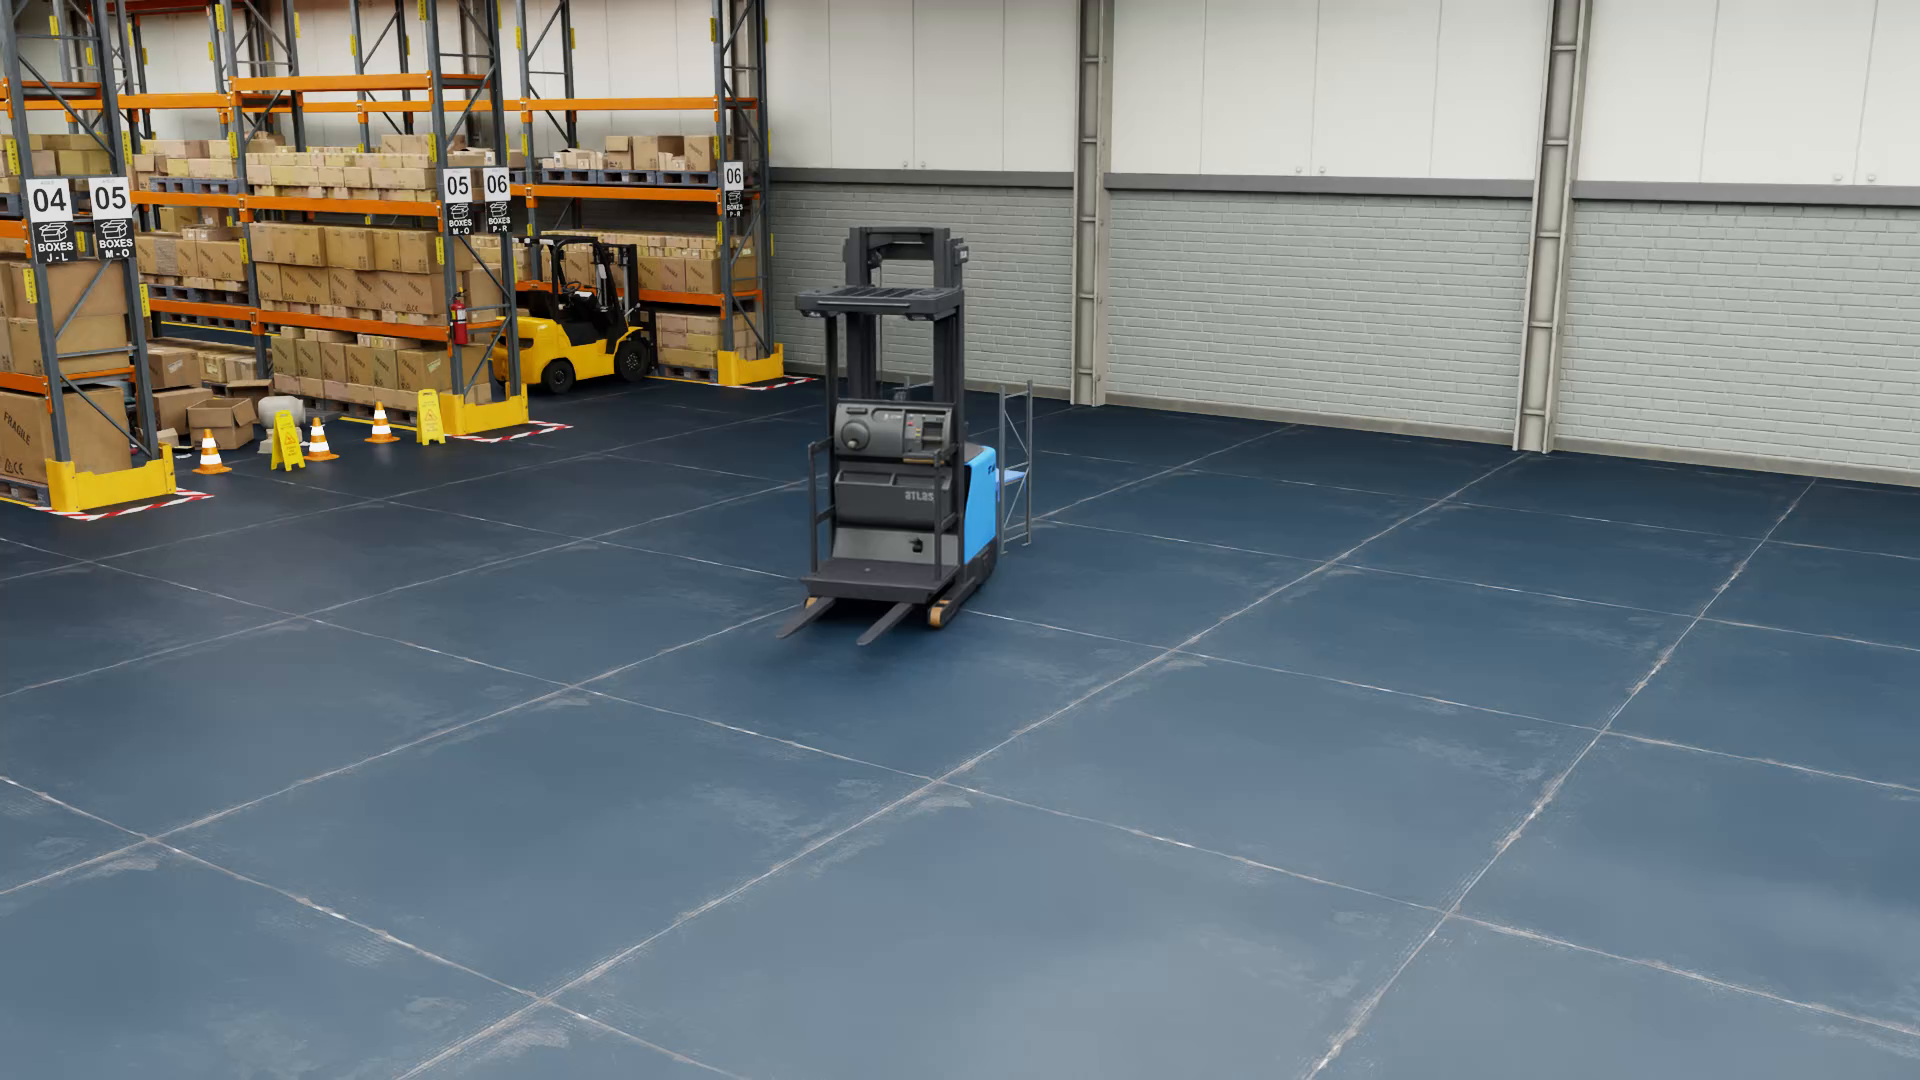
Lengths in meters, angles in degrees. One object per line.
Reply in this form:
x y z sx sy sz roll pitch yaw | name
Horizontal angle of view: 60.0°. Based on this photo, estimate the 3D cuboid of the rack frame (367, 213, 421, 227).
-9.786 -4.927 28.912 0.127 3.000 1.000 9 17 33 | rack frame

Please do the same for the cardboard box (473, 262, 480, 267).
-7.847 -4.472 27.387 0.500 0.250 0.500 9 17 33 | cardboard box

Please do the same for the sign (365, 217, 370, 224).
-10.081 -5.341 28.340 0.005 0.325 0.100 9 17 33 | sign

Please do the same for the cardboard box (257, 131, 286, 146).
-12.575 -7.339 30.374 0.258 0.266 0.396 9 17 33 | cardboard box

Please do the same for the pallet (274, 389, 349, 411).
-8.657 -1.964 22.744 1.213 0.211 1.003 9 17 33 | pallet

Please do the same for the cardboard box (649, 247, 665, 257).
-4.449 -4.346 25.005 0.250 0.149 0.380 9 16 31 | cardboard box

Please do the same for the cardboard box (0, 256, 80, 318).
-9.388 -2.573 16.844 0.550 0.550 0.875 9 17 33 | cardboard box

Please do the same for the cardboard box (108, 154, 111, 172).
-12.951 -5.668 24.571 0.637 0.503 0.797 8 16 29 | cardboard box

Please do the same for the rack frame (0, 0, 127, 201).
-8.594 -4.776 15.815 0.127 3.000 1.000 9 17 33 | rack frame

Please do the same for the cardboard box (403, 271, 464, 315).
-6.519 -3.075 20.602 0.500 0.500 0.500 9 16 32 | cardboard box

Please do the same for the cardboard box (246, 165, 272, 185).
-9.022 -4.815 21.908 0.500 0.250 0.500 9 16 32 | cardboard box

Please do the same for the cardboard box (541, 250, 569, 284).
-6.245 -4.328 26.282 0.500 0.500 0.500 9 16 31 | cardboard box

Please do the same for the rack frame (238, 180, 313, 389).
-9.234 -3.401 22.745 0.127 3.000 1.000 9 17 33 | rack frame

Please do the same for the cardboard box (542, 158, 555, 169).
-6.264 -5.857 25.864 0.250 0.149 0.380 10 17 34 | cardboard box

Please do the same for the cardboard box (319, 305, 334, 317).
-8.096 -2.999 21.645 0.250 0.149 0.380 9 17 33 | cardboard box

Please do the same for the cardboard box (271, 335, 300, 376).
-8.896 -2.501 22.397 0.500 0.500 0.500 10 17 35 | cardboard box

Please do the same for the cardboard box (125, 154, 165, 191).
-11.773 -5.312 24.018 0.500 0.500 0.700 9 17 33 | cardboard box

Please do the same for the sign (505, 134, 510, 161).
-5.613 -4.853 20.549 0.005 0.325 0.100 9 17 33 | sign

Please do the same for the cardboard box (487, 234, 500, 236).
-7.668 -5.026 27.751 0.250 0.149 0.380 9 17 32 | cardboard box

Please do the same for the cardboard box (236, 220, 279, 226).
-12.829 -5.607 30.574 0.500 0.500 0.700 10 17 34 | cardboard box

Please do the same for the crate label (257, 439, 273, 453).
-8.016 -1.101 19.413 0.298 0.136 0.250 1 14 4 | crate label

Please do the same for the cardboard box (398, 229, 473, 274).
-6.461 -3.567 20.511 0.500 0.500 0.700 9 16 31 | cardboard box

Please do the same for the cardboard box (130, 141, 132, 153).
-15.785 -7.589 32.074 0.500 0.250 0.500 9 17 32 | cardboard box

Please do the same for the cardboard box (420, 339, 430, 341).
-7.298 -2.402 21.998 0.500 0.500 0.500 10 17 34 | cardboard box

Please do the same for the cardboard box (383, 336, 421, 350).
-7.068 -2.503 21.058 0.250 0.149 0.380 10 17 34 | cardboard box

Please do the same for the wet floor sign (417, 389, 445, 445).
-6.355 -1.482 19.896 0.267 0.644 0.232 -10 17 -35 | wet floor sign

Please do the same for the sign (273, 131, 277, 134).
-12.799 -7.473 31.058 0.005 0.325 0.100 9 17 33 | sign

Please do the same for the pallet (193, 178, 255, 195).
-9.687 -4.869 22.827 1.003 0.211 1.213 9 17 33 | pallet

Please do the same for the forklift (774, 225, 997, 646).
-0.571 -0.859 12.621 1.130 2.935 3.031 4 14 15 | forklift

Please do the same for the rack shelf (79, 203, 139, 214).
-14.213 -5.312 25.721 4.000 0.370 1.077 9 17 33 | rack shelf

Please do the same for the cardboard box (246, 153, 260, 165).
-9.155 -5.014 21.885 0.250 0.149 0.380 9 16 32 | cardboard box

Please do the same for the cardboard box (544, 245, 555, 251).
-6.350 -4.659 26.270 0.250 0.149 0.380 9 16 32 | cardboard box

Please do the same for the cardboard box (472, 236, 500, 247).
-7.747 -4.886 27.189 0.250 0.149 0.380 9 16 31 | cardboard box

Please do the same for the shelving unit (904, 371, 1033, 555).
0.071 -0.717 15.024 1.048 1.500 0.538 9 17 33 | shelving unit

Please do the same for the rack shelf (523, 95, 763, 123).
-4.808 -6.491 25.075 4.000 0.370 1.077 9 17 33 | rack shelf

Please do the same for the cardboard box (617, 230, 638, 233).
-5.175 -4.781 26.146 0.250 0.149 0.380 9 16 32 | cardboard box

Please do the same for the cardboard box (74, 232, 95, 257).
-13.129 -4.488 24.849 0.500 0.500 0.500 9 16 31 | cardboard box

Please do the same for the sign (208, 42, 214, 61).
-13.424 -8.762 29.809 0.005 0.325 0.100 9 17 33 | sign

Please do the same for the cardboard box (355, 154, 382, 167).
-7.358 -4.763 20.871 0.250 0.149 0.380 9 16 31 | cardboard box

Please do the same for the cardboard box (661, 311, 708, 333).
-4.131 -3.276 25.008 0.500 0.250 0.500 10 17 34 | cardboard box

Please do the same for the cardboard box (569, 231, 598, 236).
-5.884 -4.747 26.008 0.250 0.149 0.380 9 16 32 | cardboard box

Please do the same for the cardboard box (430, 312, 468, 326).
-6.345 -2.750 20.638 0.250 0.149 0.380 10 17 35 | cardboard box

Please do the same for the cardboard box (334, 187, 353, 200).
-7.667 -4.387 21.012 0.250 0.149 0.380 9 16 32 | cardboard box

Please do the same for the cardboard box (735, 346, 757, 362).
-3.447 -2.828 25.281 0.500 0.250 0.500 9 17 33 | cardboard box

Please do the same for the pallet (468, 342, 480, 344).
-8.117 -3.292 28.108 1.213 0.211 1.003 9 17 33 | pallet

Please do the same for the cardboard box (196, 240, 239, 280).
-10.158 -3.880 22.980 0.500 0.500 0.500 9 17 33 | cardboard box

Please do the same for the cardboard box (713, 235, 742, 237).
-3.493 -4.498 25.001 0.250 0.149 0.380 10 17 35 | cardboard box

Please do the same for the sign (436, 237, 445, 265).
-6.242 -3.472 19.964 0.005 0.325 0.100 9 17 33 | sign

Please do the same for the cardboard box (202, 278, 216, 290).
-10.258 -3.563 23.049 0.250 0.149 0.380 9 16 32 | cardboard box

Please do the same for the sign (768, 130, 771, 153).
-2.833 -5.883 24.547 0.005 0.325 0.100 9 17 33 | sign

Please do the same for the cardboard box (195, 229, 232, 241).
-10.323 -4.219 23.000 0.250 0.149 0.380 9 16 31 | cardboard box

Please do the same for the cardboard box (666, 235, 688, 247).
-4.182 -4.473 24.900 0.250 0.149 0.380 9 17 33 | cardboard box

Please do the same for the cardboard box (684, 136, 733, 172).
-3.651 -5.622 24.186 0.500 0.500 0.500 10 17 35 | cardboard box

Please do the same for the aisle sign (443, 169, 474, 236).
-6.026 -4.060 19.998 0.004 0.787 0.394 9 17 33 | aisle sign

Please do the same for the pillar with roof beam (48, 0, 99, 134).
-20.561 -8.595 31.244 0.548 9.000 9.100 9 17 33 | pillar with roof beam
